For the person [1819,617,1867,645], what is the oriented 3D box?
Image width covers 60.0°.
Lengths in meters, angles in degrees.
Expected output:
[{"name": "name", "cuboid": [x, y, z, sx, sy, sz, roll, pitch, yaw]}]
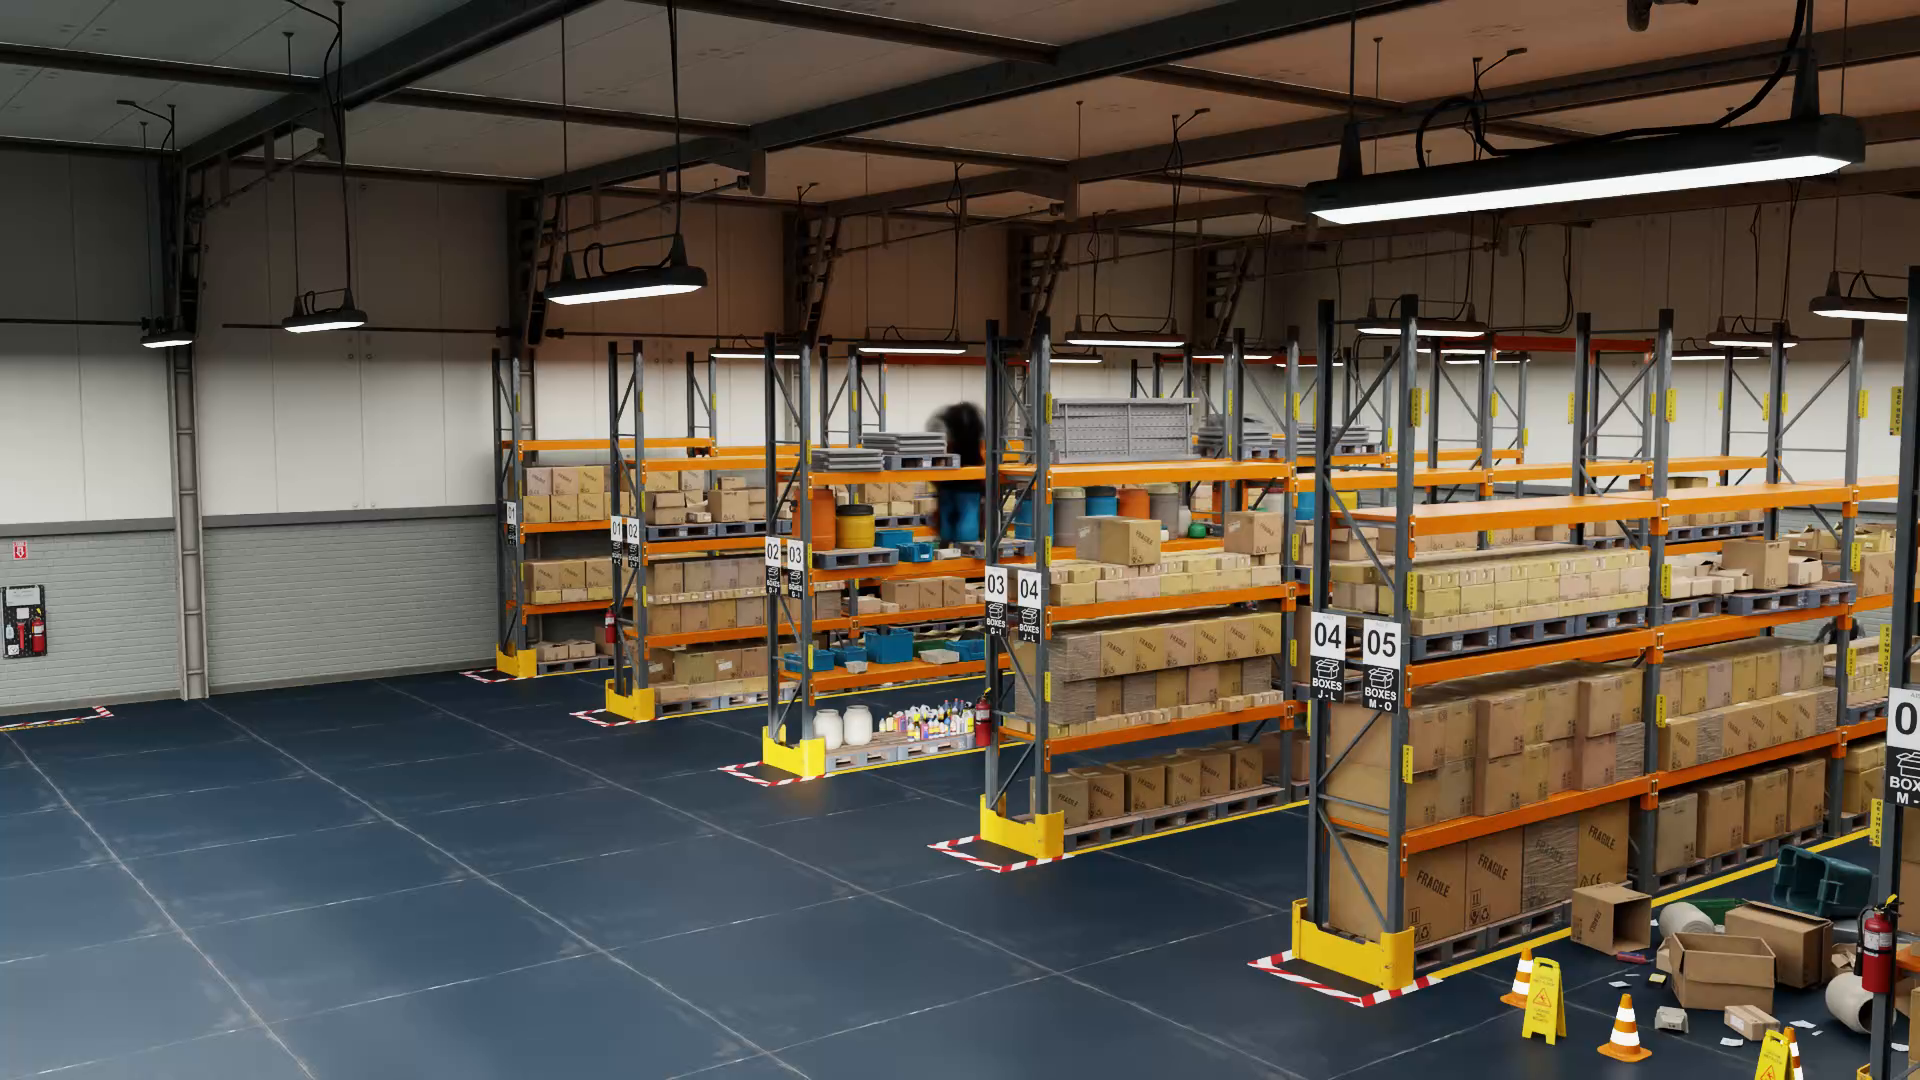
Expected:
[{"name": "person", "cuboid": [14.628, 1.894, 27.593, 0.644, 1.702, 0.884, 1, 5, 9]}]

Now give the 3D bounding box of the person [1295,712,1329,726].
[{"name": "person", "cuboid": [5.152, 2.144, 24.271, 0.673, 1.757, 0.665, -5, 7, -42]}]

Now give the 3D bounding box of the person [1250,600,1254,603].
[{"name": "person", "cuboid": [7.306, 0.787, 40.092, 0.703, 1.761, 0.837, -1, 5, -12]}]
